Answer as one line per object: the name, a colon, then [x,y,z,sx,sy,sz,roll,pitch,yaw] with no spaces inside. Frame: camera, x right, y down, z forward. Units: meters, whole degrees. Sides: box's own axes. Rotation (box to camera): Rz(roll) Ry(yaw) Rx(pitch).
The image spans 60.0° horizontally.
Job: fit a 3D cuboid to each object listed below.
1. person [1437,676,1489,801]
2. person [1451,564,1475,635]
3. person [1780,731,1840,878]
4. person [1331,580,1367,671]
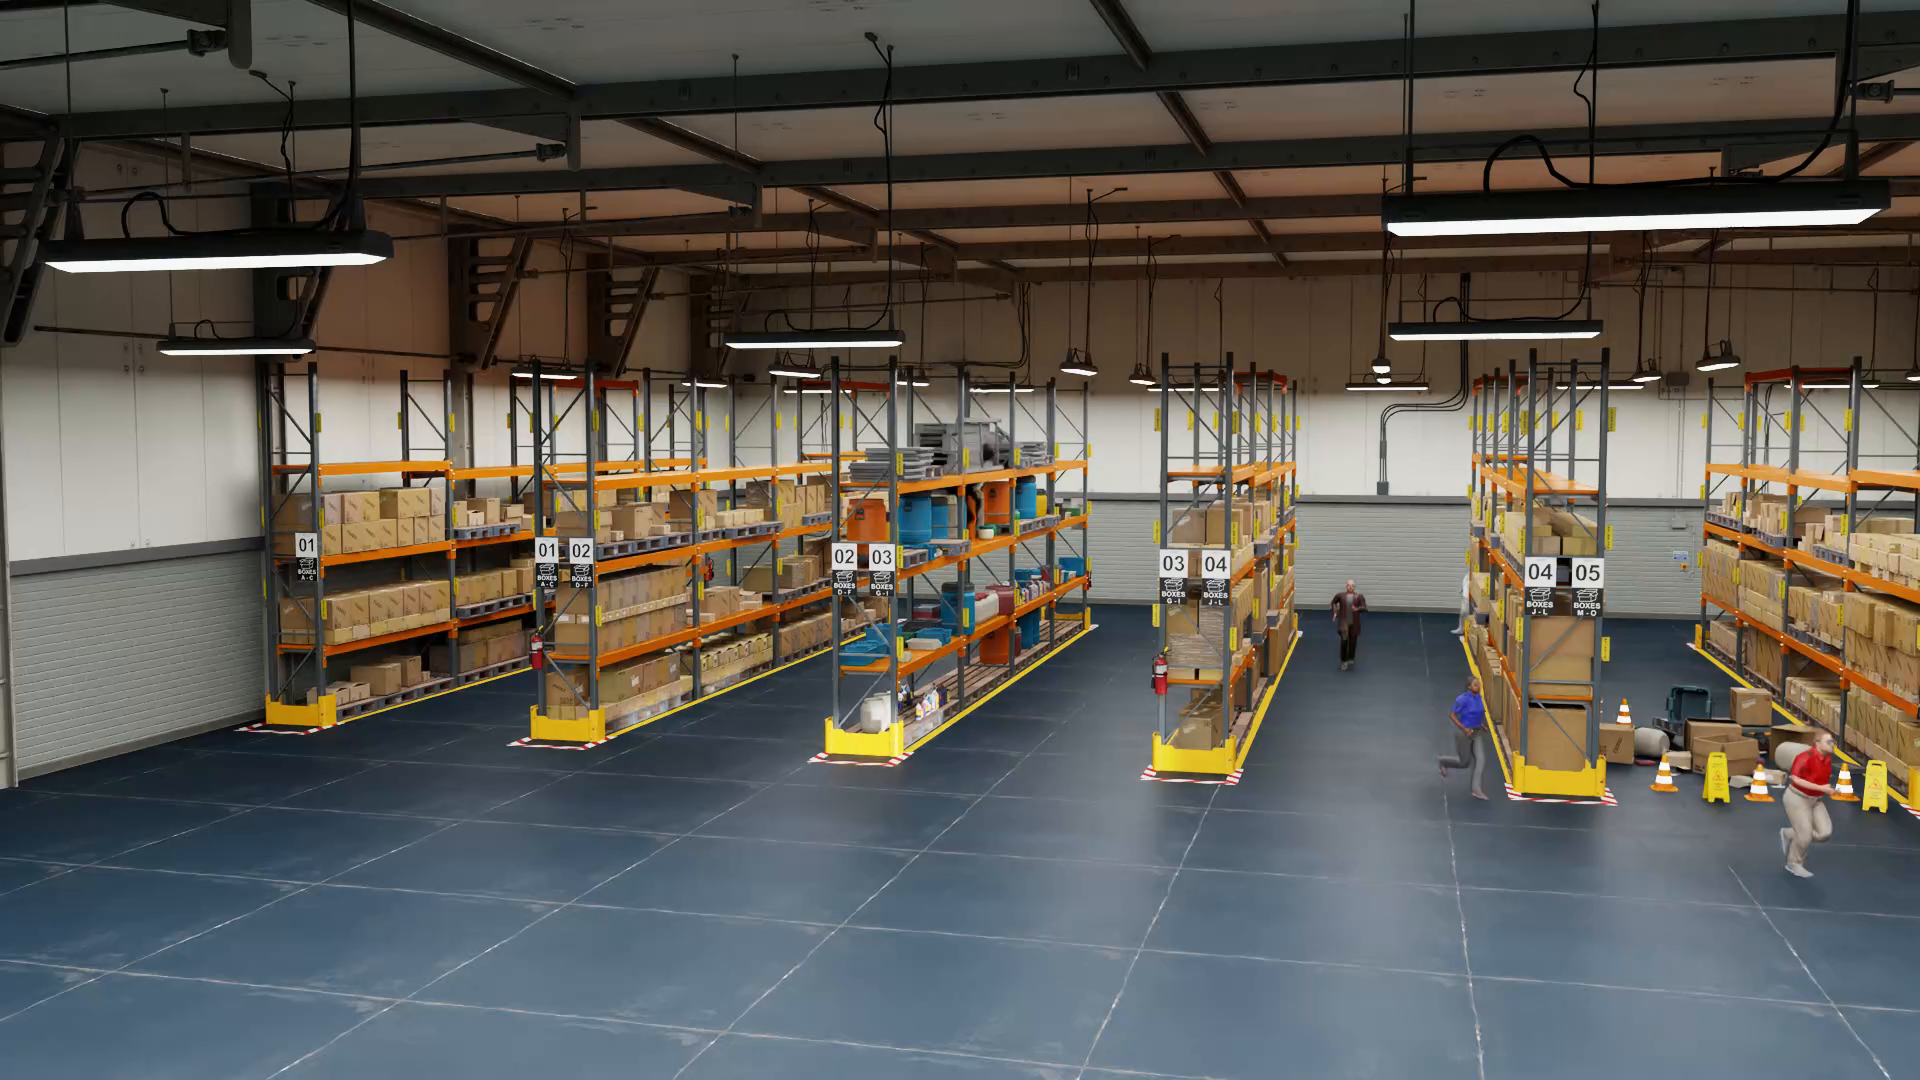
person: [6.845,2.632,22.389,0.581,1.632,0.884,-2,5,-28]
person: [12.076,1.381,39.269,0.846,1.745,0.731,-1,4,-13]
person: [9.356,2.904,18.298,0.644,1.671,0.714,-2,4,-26]
person: [7.923,1.740,33.859,0.672,1.849,0.835,0,4,7]
